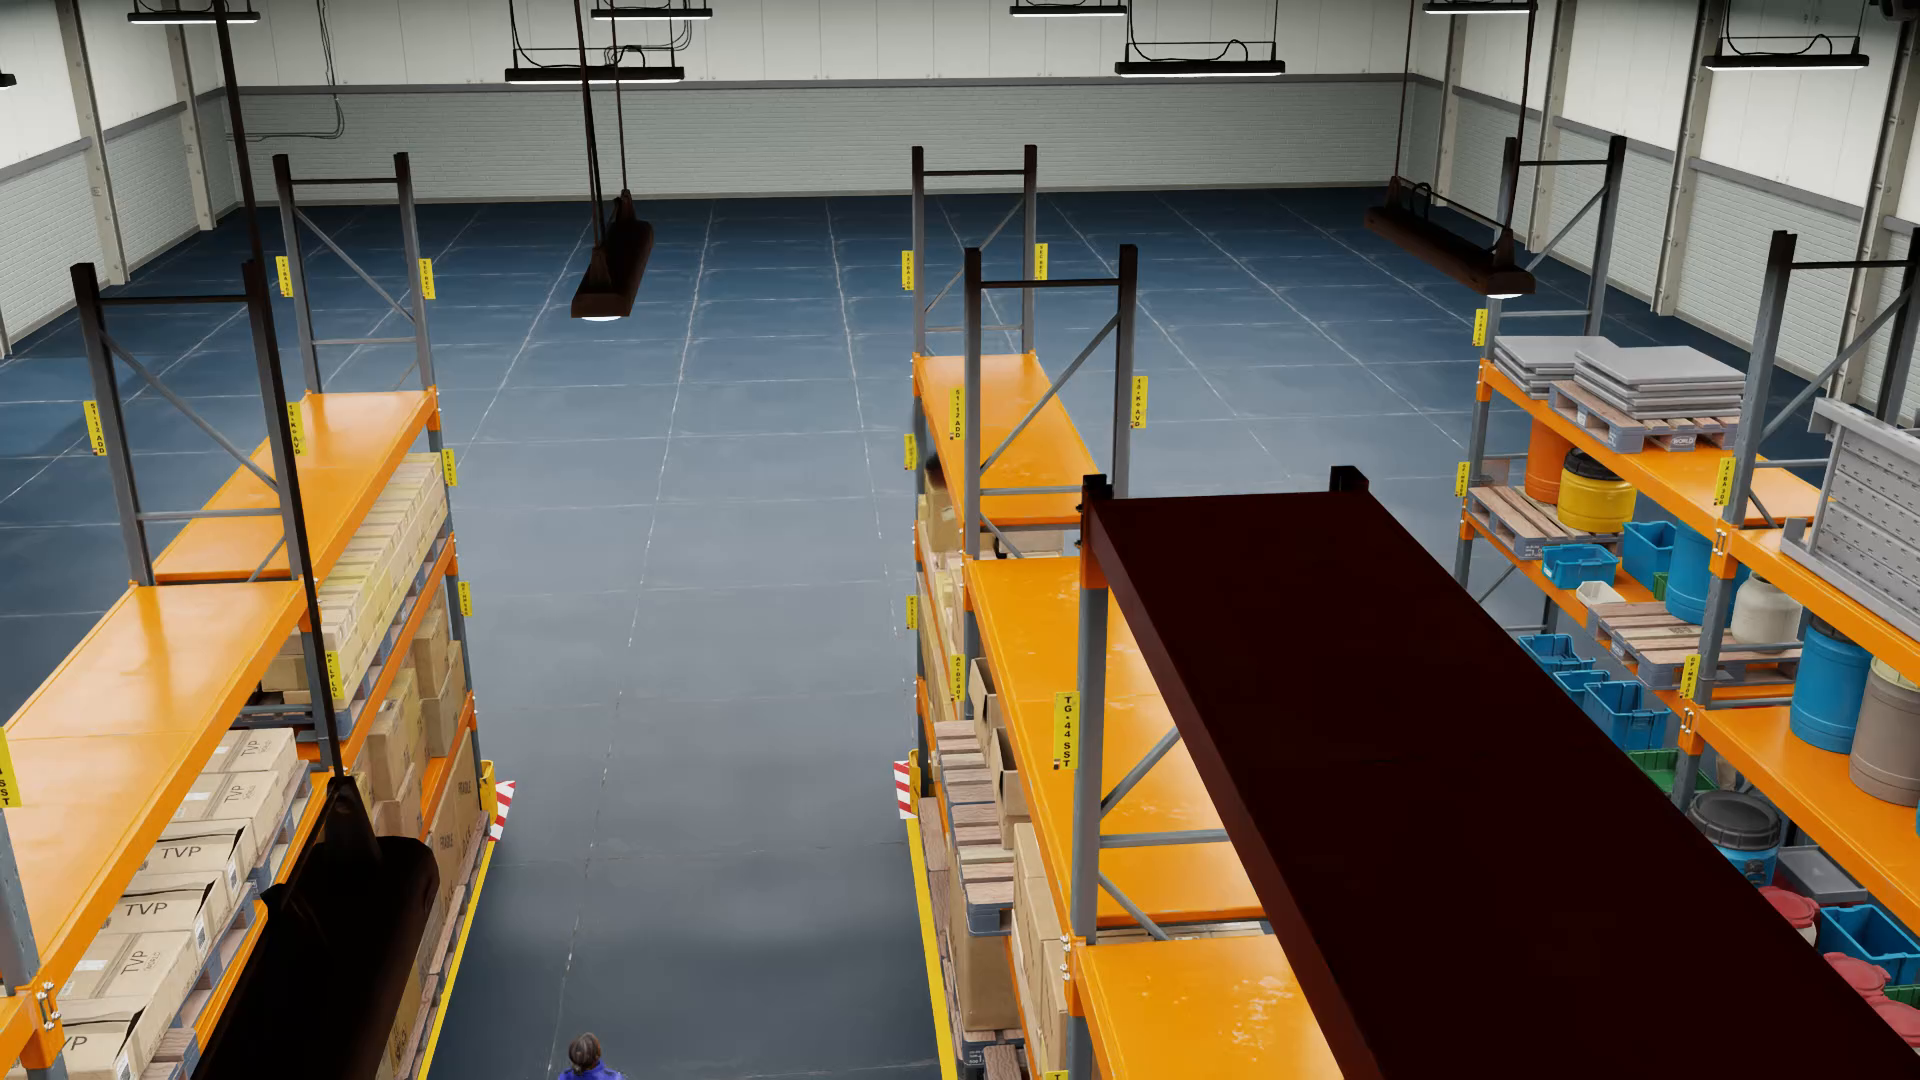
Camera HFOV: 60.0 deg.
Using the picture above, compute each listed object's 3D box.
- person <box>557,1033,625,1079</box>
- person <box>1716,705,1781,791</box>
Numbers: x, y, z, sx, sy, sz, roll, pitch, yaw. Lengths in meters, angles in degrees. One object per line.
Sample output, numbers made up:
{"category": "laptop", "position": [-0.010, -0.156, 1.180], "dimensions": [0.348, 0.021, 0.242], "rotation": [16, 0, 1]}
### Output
{"category": "person", "position": [-2.188, 3.679, 10.122], "dimensions": [0.485, 1.615, 0.665], "rotation": [-3, 22, -8]}
{"category": "person", "position": [7.201, 1.675, 15.230], "dimensions": [0.545, 1.607, 0.871], "rotation": [17, 27, 36]}
